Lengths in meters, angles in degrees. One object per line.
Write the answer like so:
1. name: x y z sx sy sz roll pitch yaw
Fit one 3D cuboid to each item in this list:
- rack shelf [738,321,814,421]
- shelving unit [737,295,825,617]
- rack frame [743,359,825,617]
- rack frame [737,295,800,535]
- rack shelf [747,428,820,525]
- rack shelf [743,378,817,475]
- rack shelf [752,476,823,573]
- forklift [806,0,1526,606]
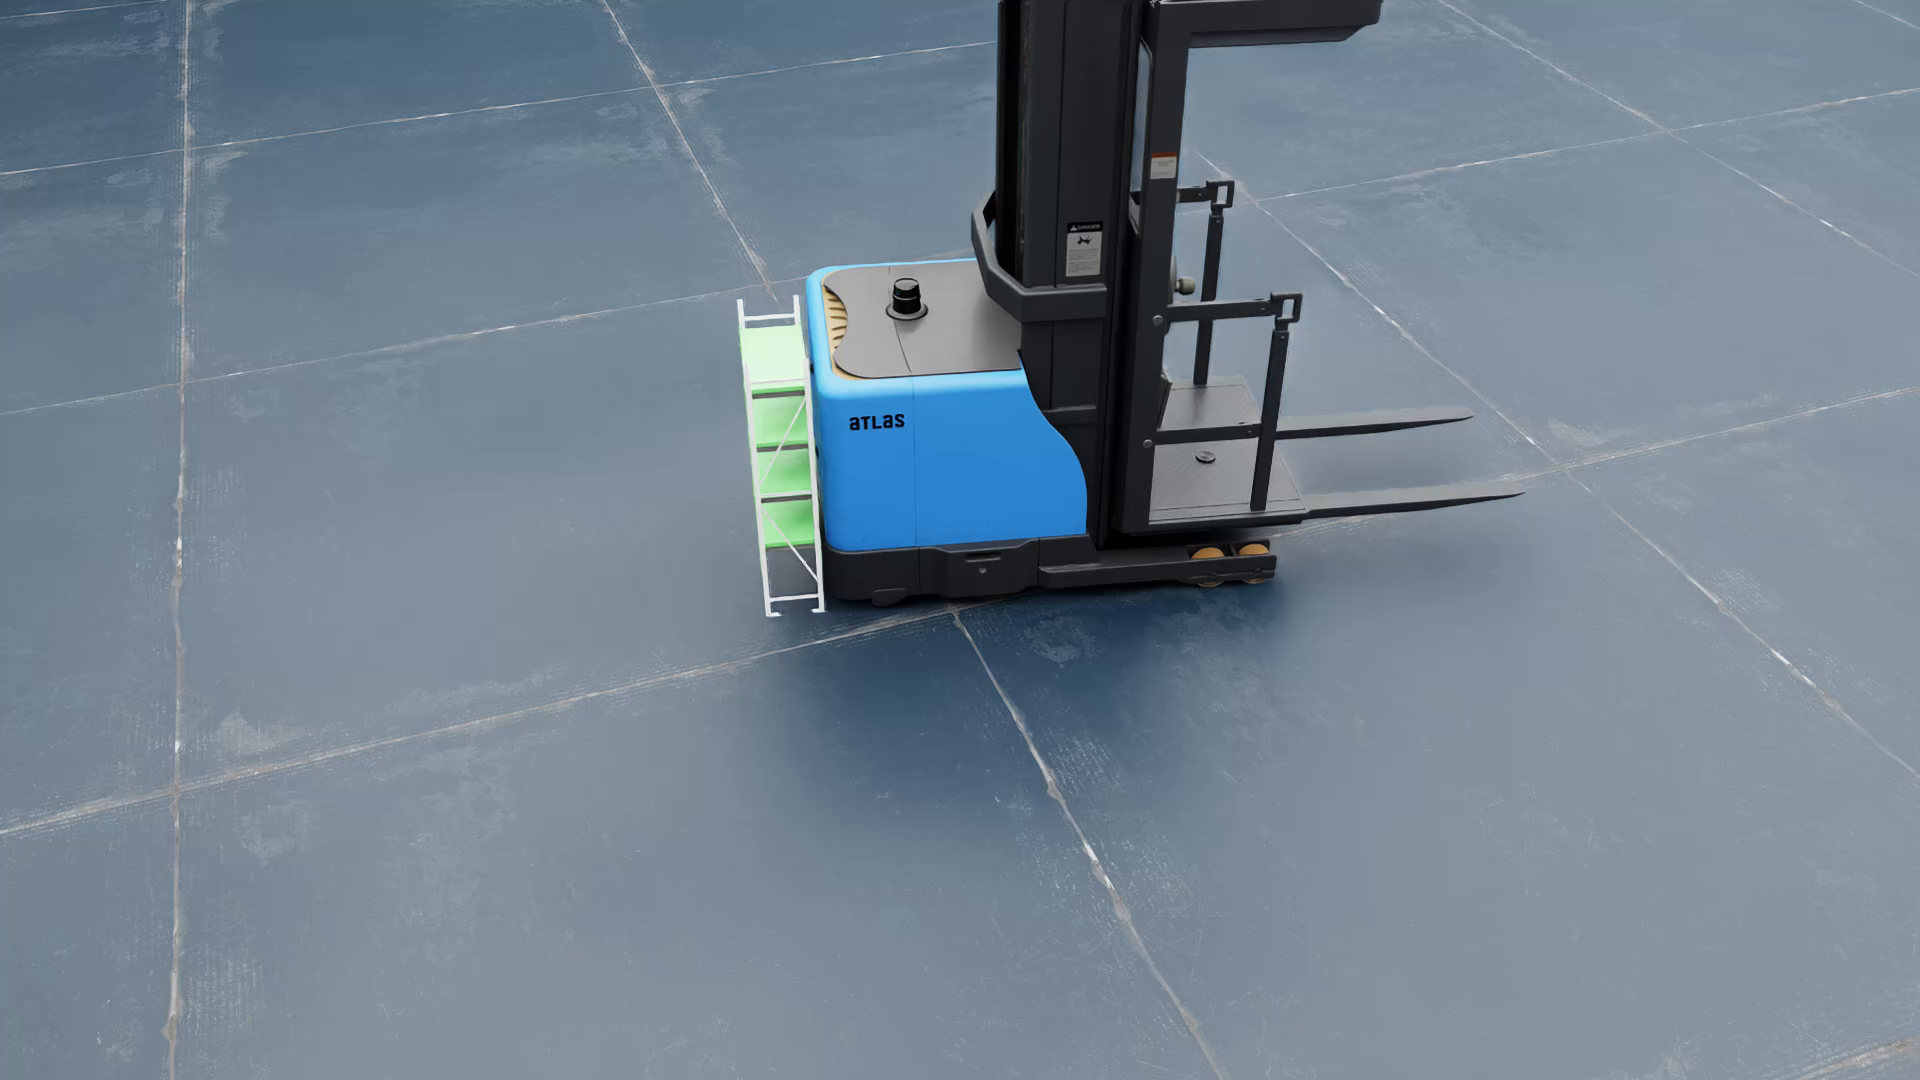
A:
1. rack shelf: -0.715 -0.654 6.429 0.258 0.148 0.480 -5 37 -7
2. shelving unit: -0.715 -0.322 6.680 0.258 1.200 0.503 -5 37 -7
3. rack frame: -0.678 -0.176 6.487 0.240 1.200 0.015 -5 37 -7
4. rack frame: -0.752 -0.467 6.872 0.240 1.200 0.015 -5 37 -7
5. rack shelf: -0.715 -0.270 6.718 0.258 0.148 0.480 -5 37 -7
6. rack shelf: -0.715 -0.462 6.574 0.258 0.148 0.480 -5 37 -7
7. rack shelf: -0.715 -0.079 6.862 0.258 0.148 0.480 -5 37 -7
8. forklift: 0.896 -1.286 6.521 3.031 2.935 1.130 -4 37 -6
